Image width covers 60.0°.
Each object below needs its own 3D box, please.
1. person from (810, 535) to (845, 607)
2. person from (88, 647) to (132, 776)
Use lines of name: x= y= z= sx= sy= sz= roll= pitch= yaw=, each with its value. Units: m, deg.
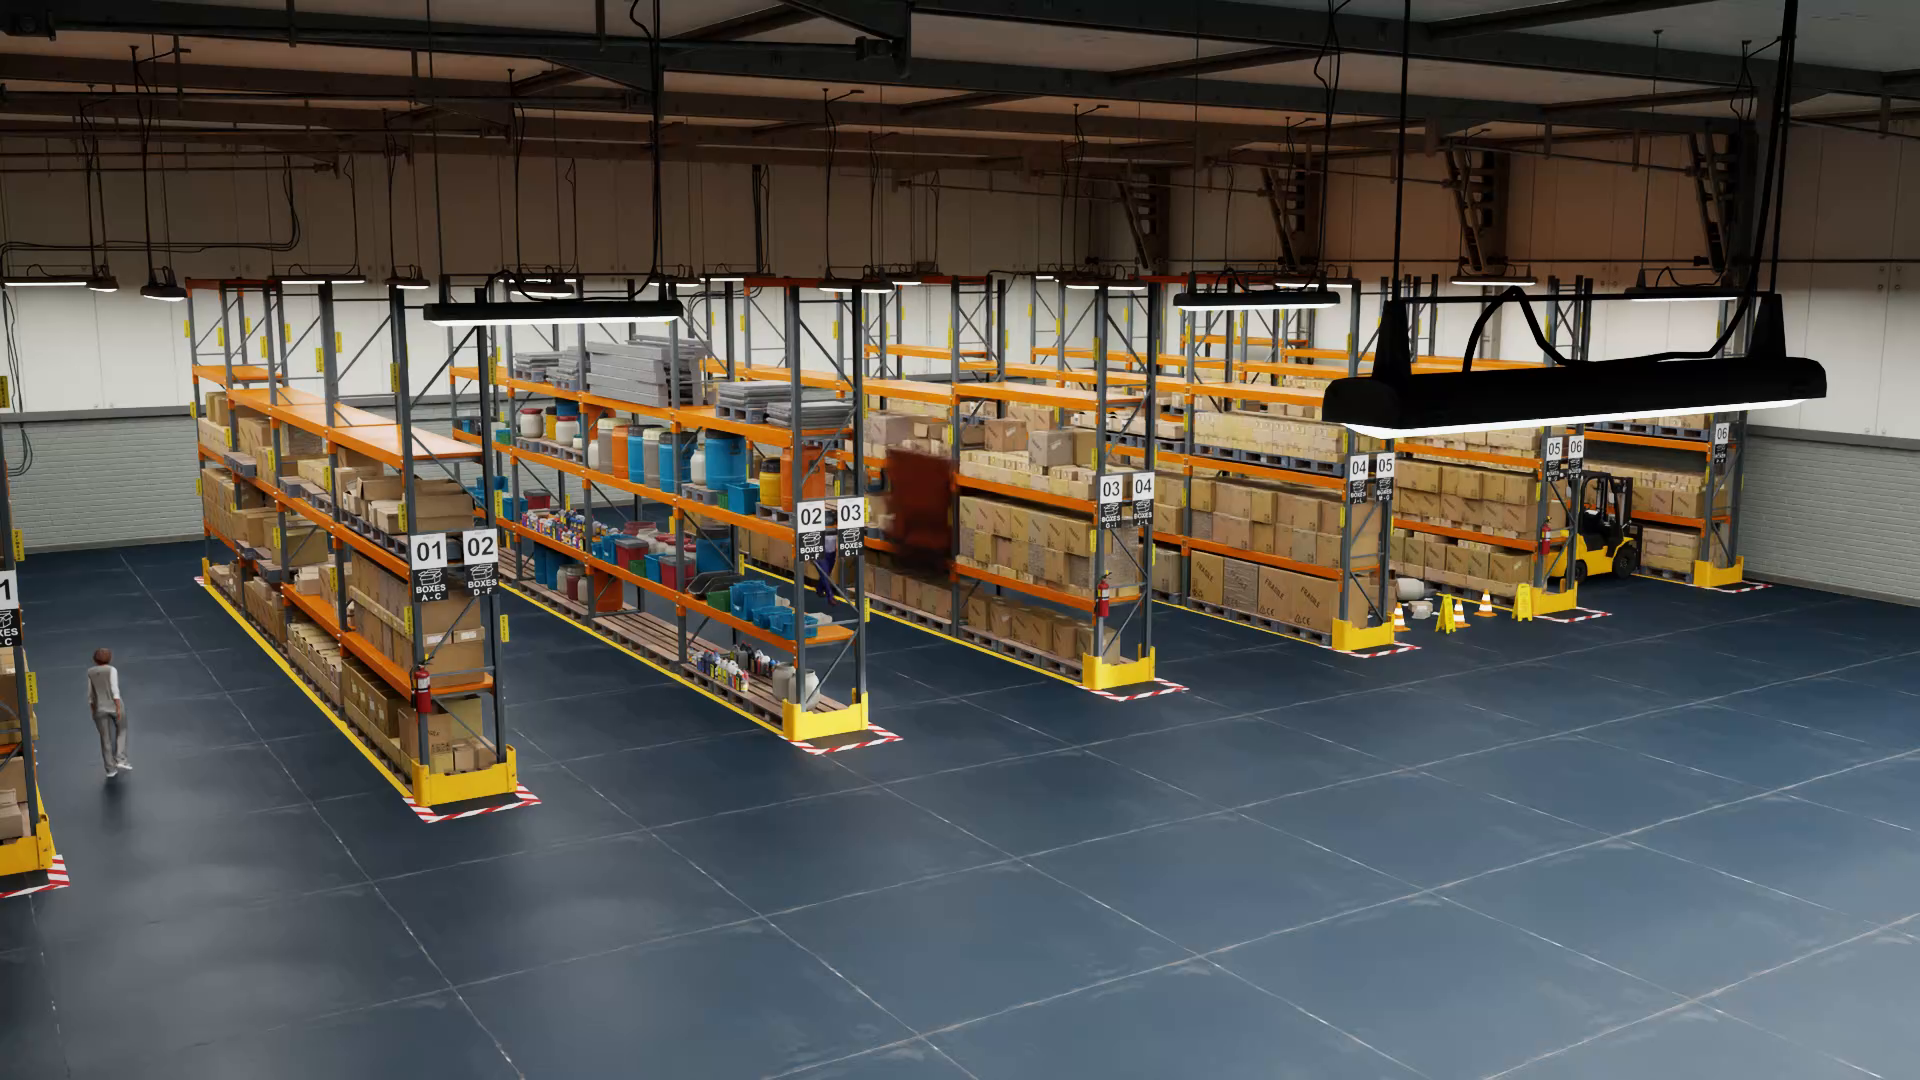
person: x=-2.349 y=0.327 z=29.450 sx=0.542 sy=1.594 sz=0.965 roll=-7 pitch=12 yaw=-34
person: x=-10.586 y=2.134 z=20.632 sx=0.394 sy=1.609 sz=0.660 roll=-4 pitch=10 yaw=-21
